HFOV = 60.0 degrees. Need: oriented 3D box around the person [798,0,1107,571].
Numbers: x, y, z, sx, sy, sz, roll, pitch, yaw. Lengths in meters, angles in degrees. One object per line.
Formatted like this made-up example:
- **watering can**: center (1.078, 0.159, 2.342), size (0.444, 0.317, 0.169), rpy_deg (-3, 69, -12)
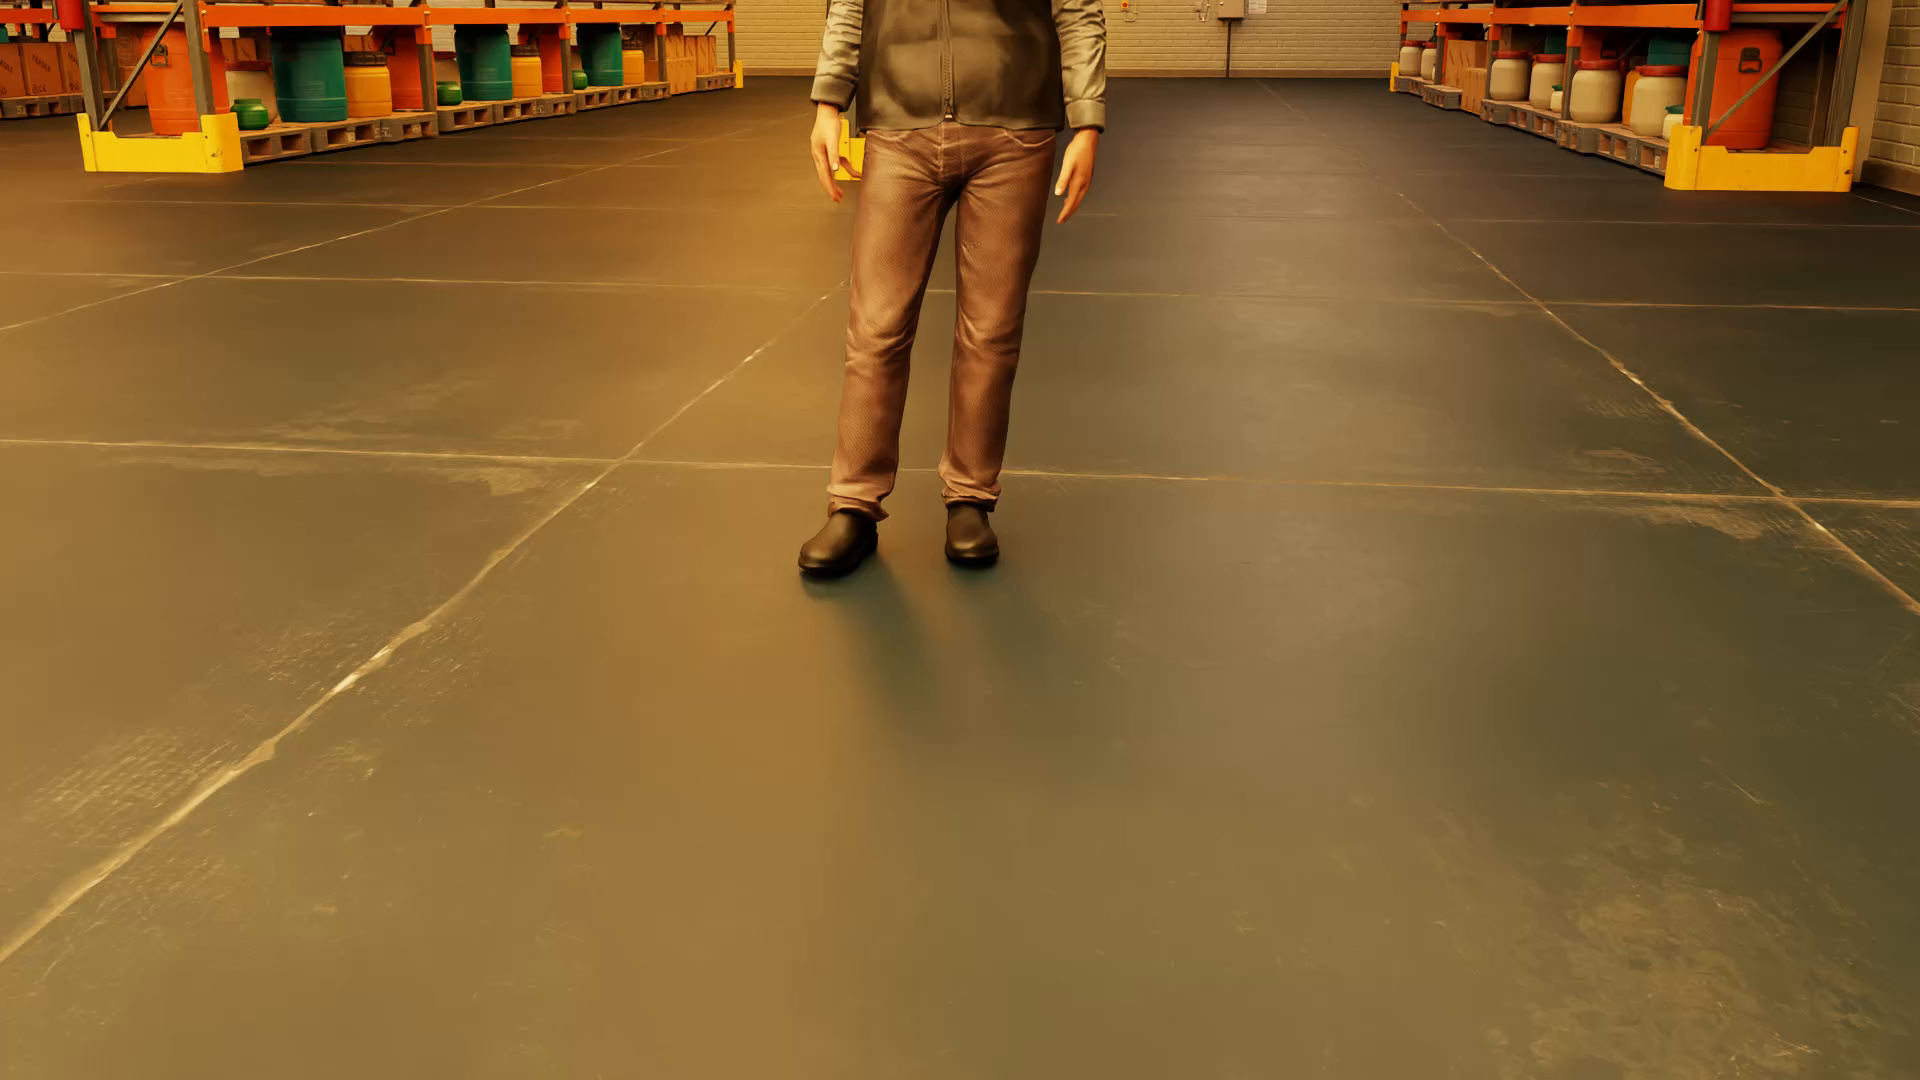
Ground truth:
- **person**: center (-0.015, -0.810, 3.506), size (0.634, 1.722, 0.566), rpy_deg (2, 18, 7)
